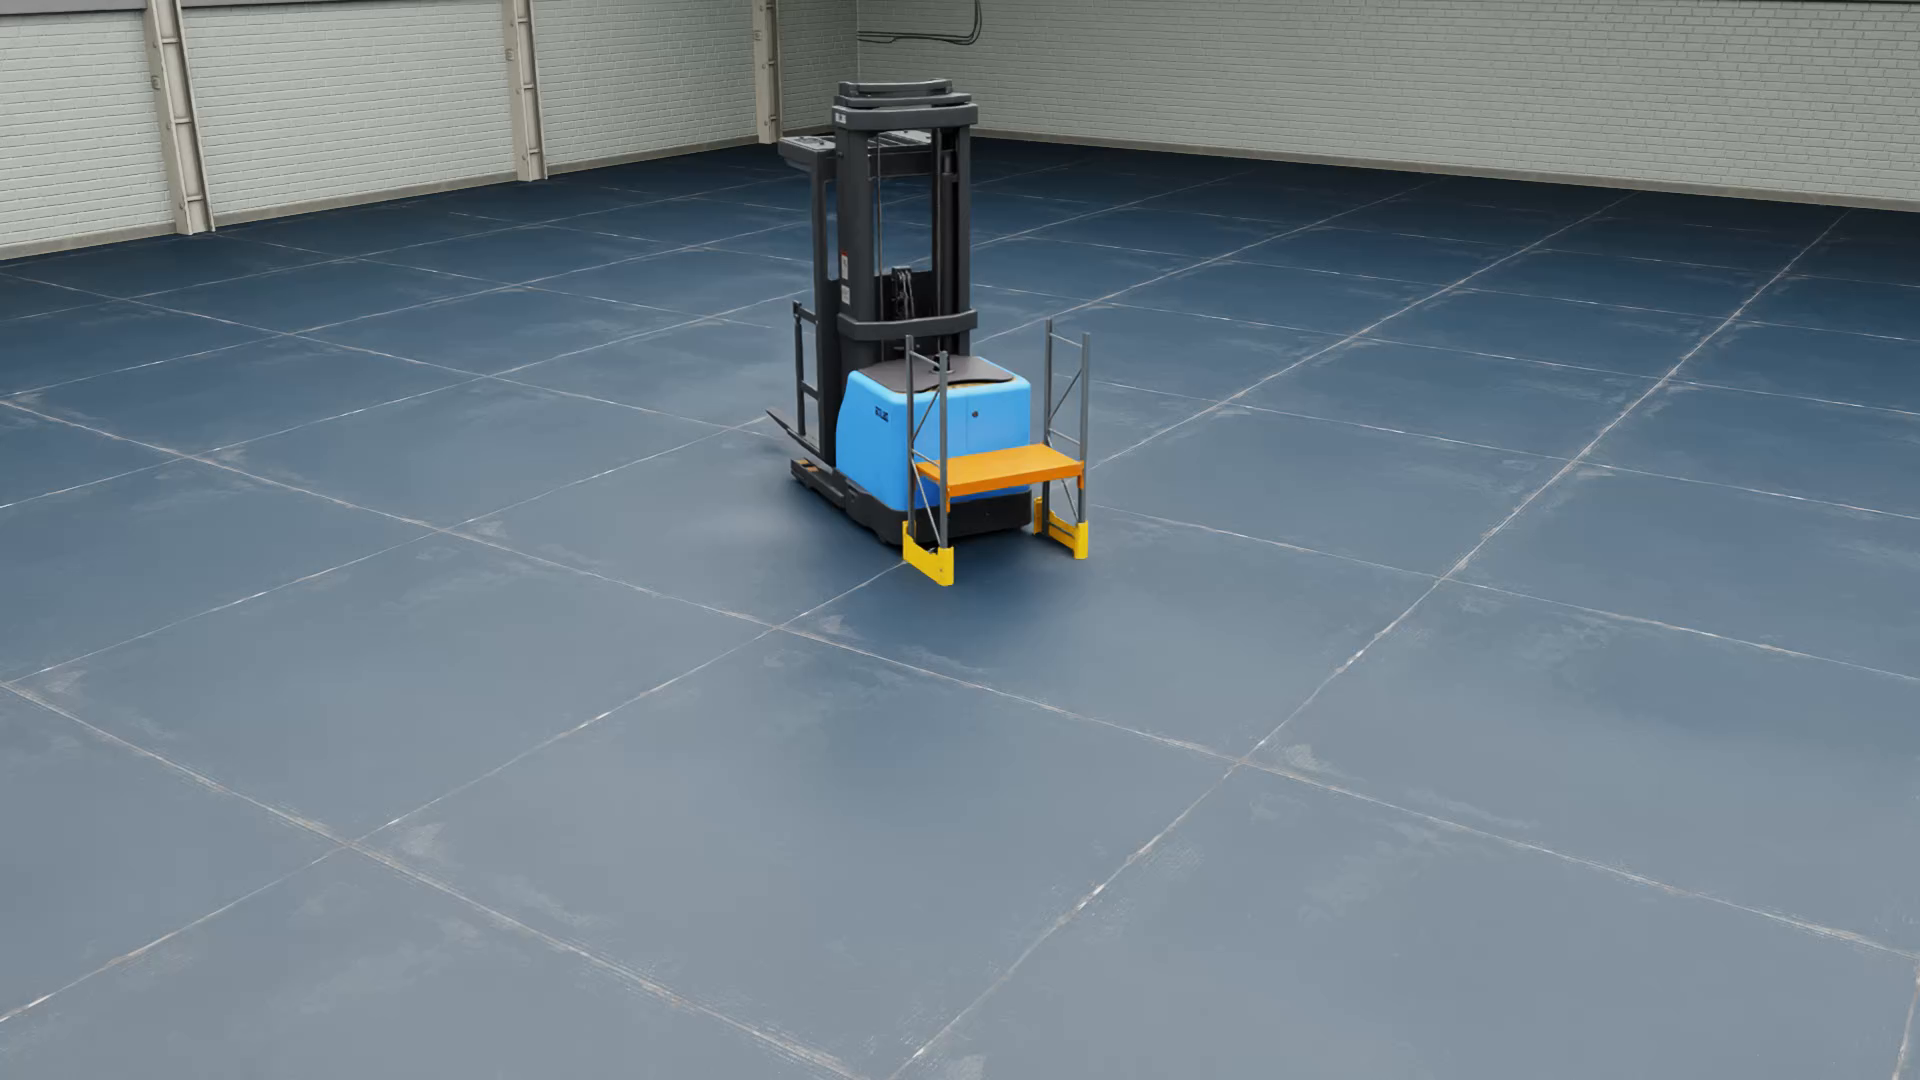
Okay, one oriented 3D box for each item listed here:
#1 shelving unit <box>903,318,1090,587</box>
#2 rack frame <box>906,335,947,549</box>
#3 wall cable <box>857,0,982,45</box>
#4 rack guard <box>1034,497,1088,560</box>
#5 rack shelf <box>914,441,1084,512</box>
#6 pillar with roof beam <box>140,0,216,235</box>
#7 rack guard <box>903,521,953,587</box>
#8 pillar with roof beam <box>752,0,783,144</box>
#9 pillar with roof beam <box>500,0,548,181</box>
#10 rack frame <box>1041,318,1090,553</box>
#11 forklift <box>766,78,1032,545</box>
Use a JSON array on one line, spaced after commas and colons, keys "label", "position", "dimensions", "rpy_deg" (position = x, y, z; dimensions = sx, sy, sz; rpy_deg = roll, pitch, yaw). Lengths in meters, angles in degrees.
[{"label": "shelving unit", "position": [0.232, -0.585, 10.685], "dimensions": [1.083, 1.500, 0.587], "rpy_deg": [-10, 23, -26]}, {"label": "rack frame", "position": [-0.209, -0.504, 10.465], "dimensions": [0.032, 1.500, 0.500], "rpy_deg": [-10, 23, -26]}, {"label": "wall cable", "position": [-0.884, -10.982, 32.460], "dimensions": [3.097, 2.526, 0.112], "rpy_deg": [13, 24, 32]}, {"label": "rack guard", "position": [0.672, -0.080, 11.121], "dimensions": [0.087, 0.250, 0.587], "rpy_deg": [-10, 23, -26]}, {"label": "rack shelf", "position": [0.240, -0.418, 10.751], "dimensions": [1.000, 0.185, 0.538], "rpy_deg": [-10, 23, -26]}, {"label": "pillar with roof beam", "position": [-6.819, -7.569, 18.756], "dimensions": [9.100, 9.000, 0.400], "rpy_deg": [13, 24, 32]}, {"label": "rack guard", "position": [-0.208, 0.082, 10.682], "dimensions": [0.087, 0.250, 0.587], "rpy_deg": [-10, 23, -26]}, {"label": "pillar with roof beam", "position": [-0.074, -11.012, 28.064], "dimensions": [9.100, 9.000, 0.400], "rpy_deg": [13, 24, 32]}, {"label": "pillar with roof beam", "position": [-3.446, -9.290, 23.410], "dimensions": [9.100, 9.000, 0.400], "rpy_deg": [13, 24, 32]}, {"label": "rack frame", "position": [0.689, -0.669, 10.913], "dimensions": [0.032, 1.500, 0.500], "rpy_deg": [-10, 23, -26]}, {"label": "forklift", "position": [-0.611, -1.811, 11.935], "dimensions": [1.130, 2.935, 3.031], "rpy_deg": [-10, 22, -24]}]
